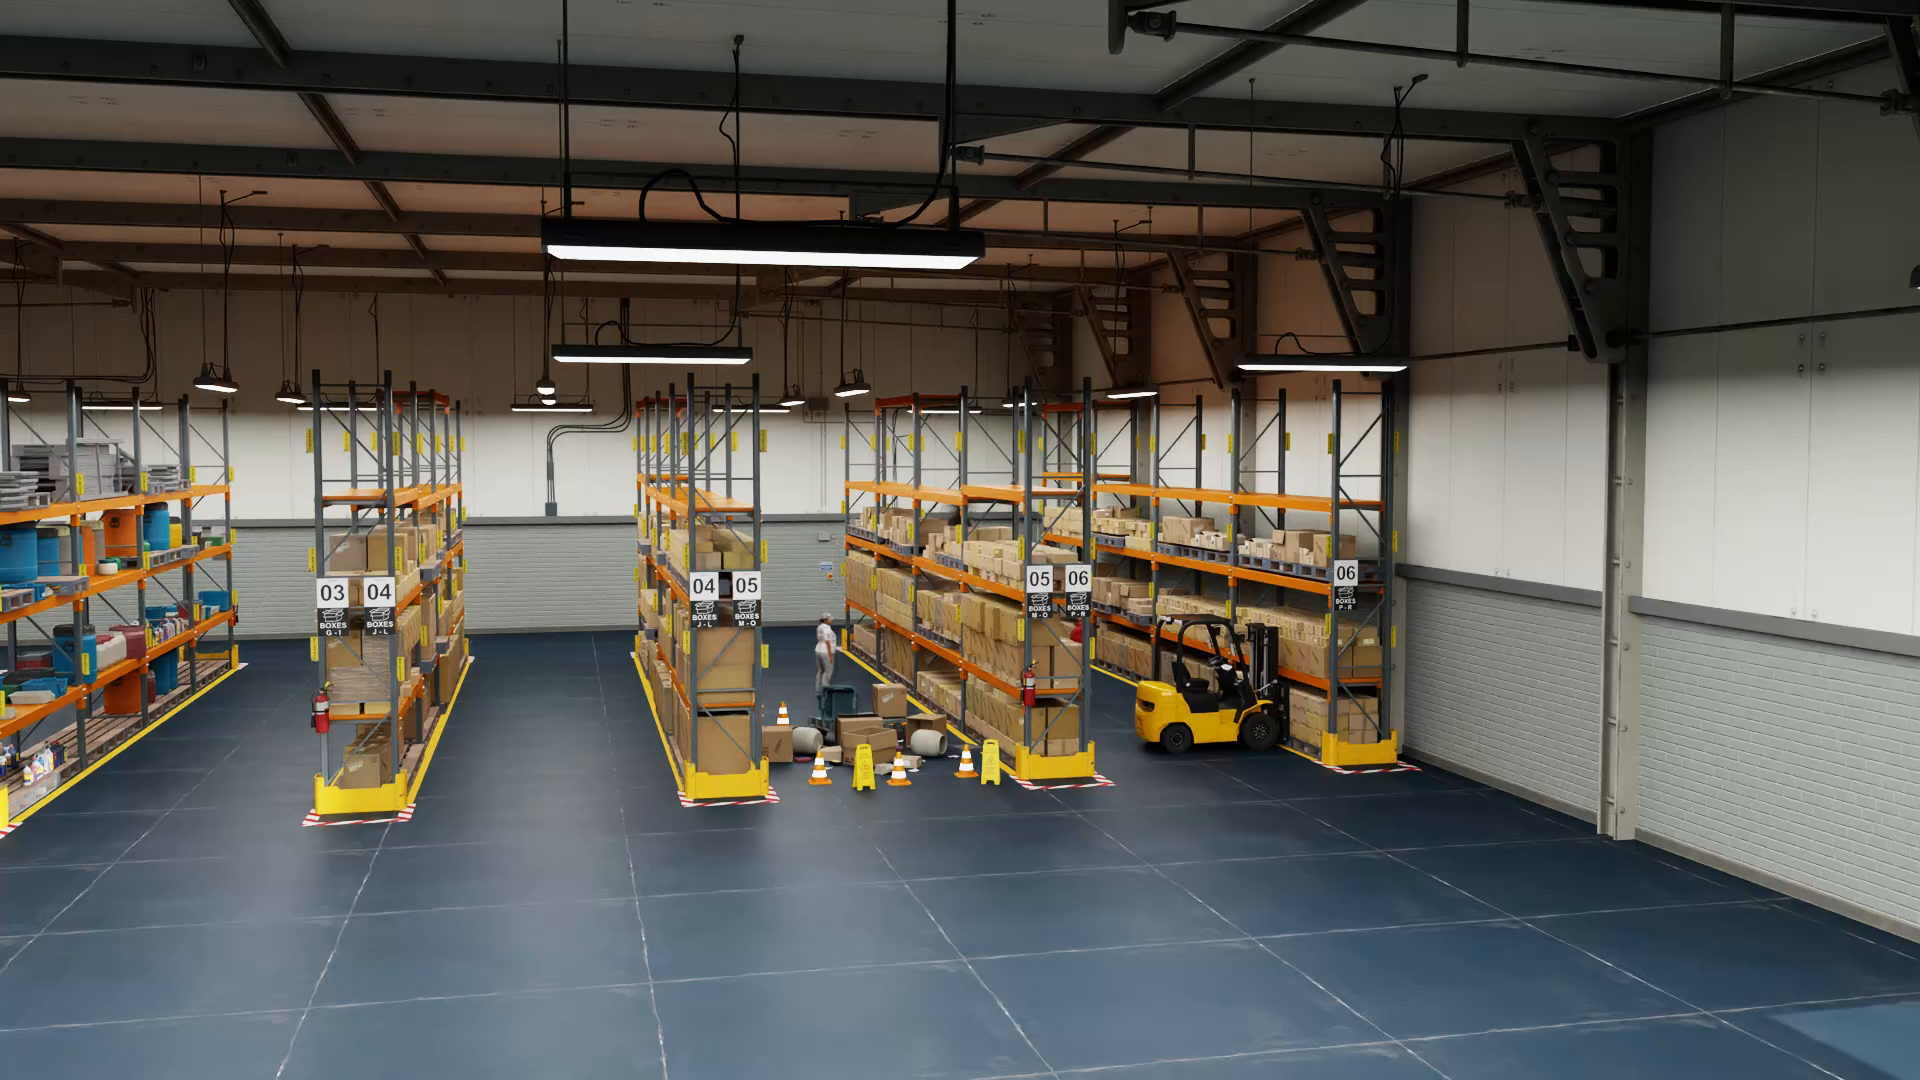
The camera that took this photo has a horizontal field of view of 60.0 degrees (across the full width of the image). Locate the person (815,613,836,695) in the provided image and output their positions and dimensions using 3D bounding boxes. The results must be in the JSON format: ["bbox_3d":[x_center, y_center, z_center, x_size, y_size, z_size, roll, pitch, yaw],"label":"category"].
[{"bbox_3d":[-2.657,2.285,32.935,0.403,1.705,0.567,-2,4,-29],"label":"person"}]

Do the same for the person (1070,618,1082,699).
[{"bbox_3d":[2.353,2.251,32.801,0.379,1.716,0.620,0,3,-6],"label":"person"}]

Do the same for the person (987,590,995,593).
[{"bbox_3d":[0.786,1.797,40.447,0.474,1.793,0.609,-3,4,-39],"label":"person"}]
